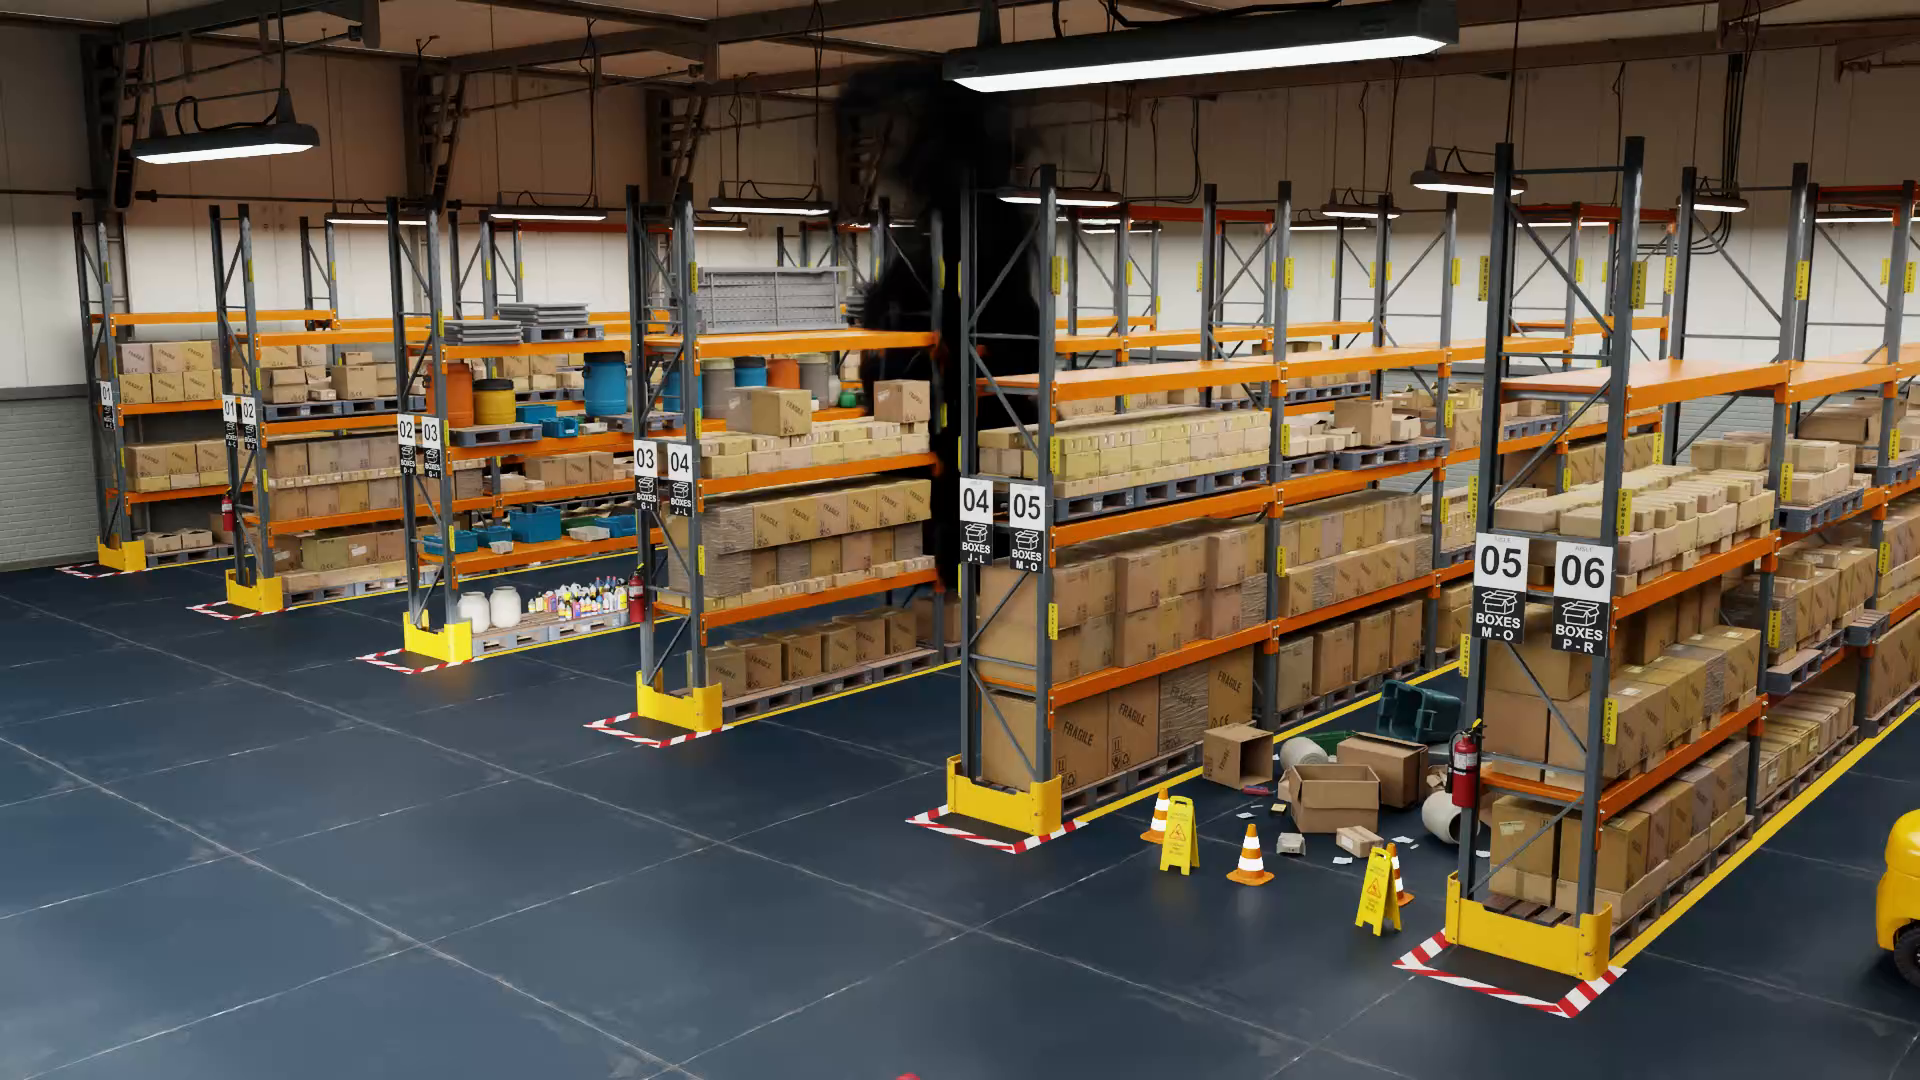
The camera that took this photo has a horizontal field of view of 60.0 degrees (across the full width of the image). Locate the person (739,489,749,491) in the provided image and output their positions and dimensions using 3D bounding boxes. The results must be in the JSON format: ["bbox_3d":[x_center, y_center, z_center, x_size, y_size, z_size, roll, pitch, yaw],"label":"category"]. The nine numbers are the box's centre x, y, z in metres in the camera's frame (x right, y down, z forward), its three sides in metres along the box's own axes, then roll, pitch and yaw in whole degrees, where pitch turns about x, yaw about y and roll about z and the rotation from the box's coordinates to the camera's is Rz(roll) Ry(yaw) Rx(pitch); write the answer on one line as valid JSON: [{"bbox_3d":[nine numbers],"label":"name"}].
[{"bbox_3d":[-3.672,-0.514,27.748,0.480,1.755,0.792,6,11,32],"label":"person"}]
